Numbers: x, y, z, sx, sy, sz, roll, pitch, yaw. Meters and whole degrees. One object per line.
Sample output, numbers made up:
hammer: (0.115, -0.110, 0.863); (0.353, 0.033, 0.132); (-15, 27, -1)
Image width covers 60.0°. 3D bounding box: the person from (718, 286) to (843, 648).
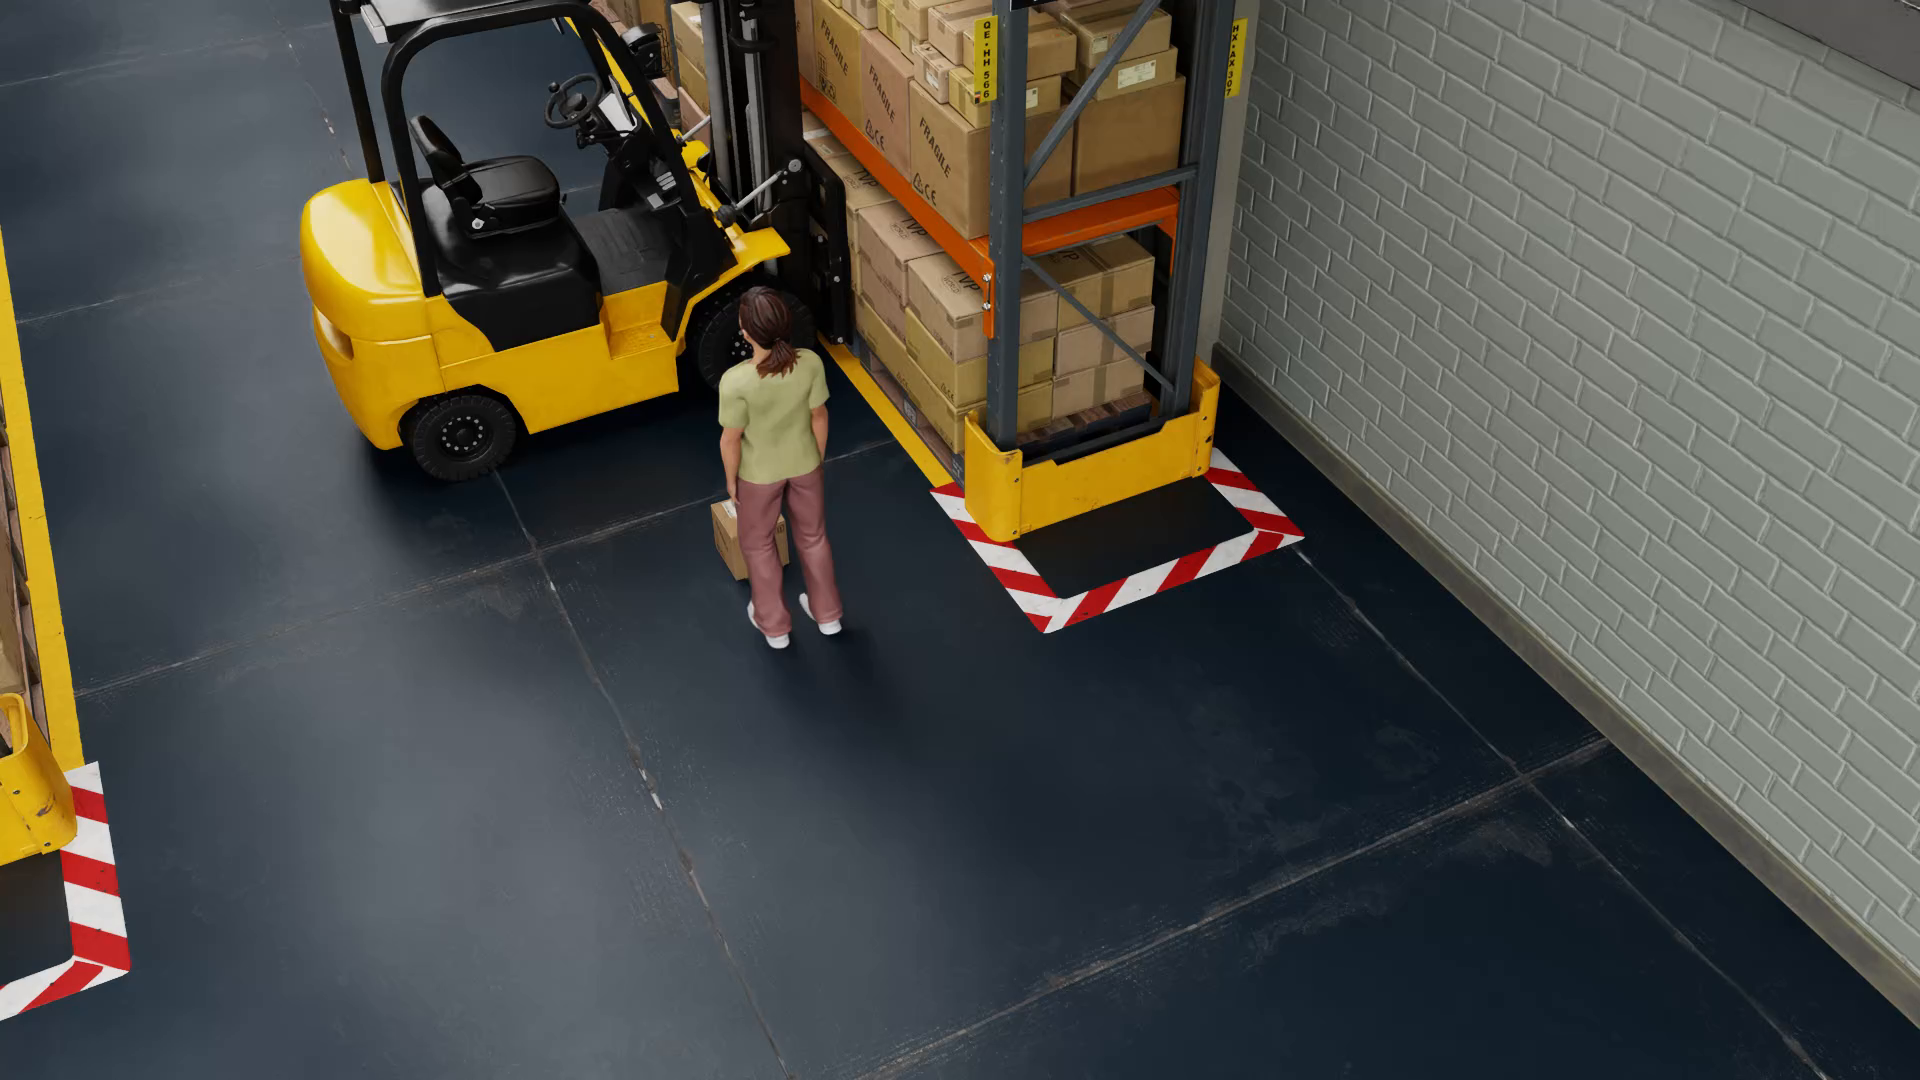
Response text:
person: (-0.712, -0.255, 6.476); (0.440, 1.693, 0.369); (-18, 44, -19)
